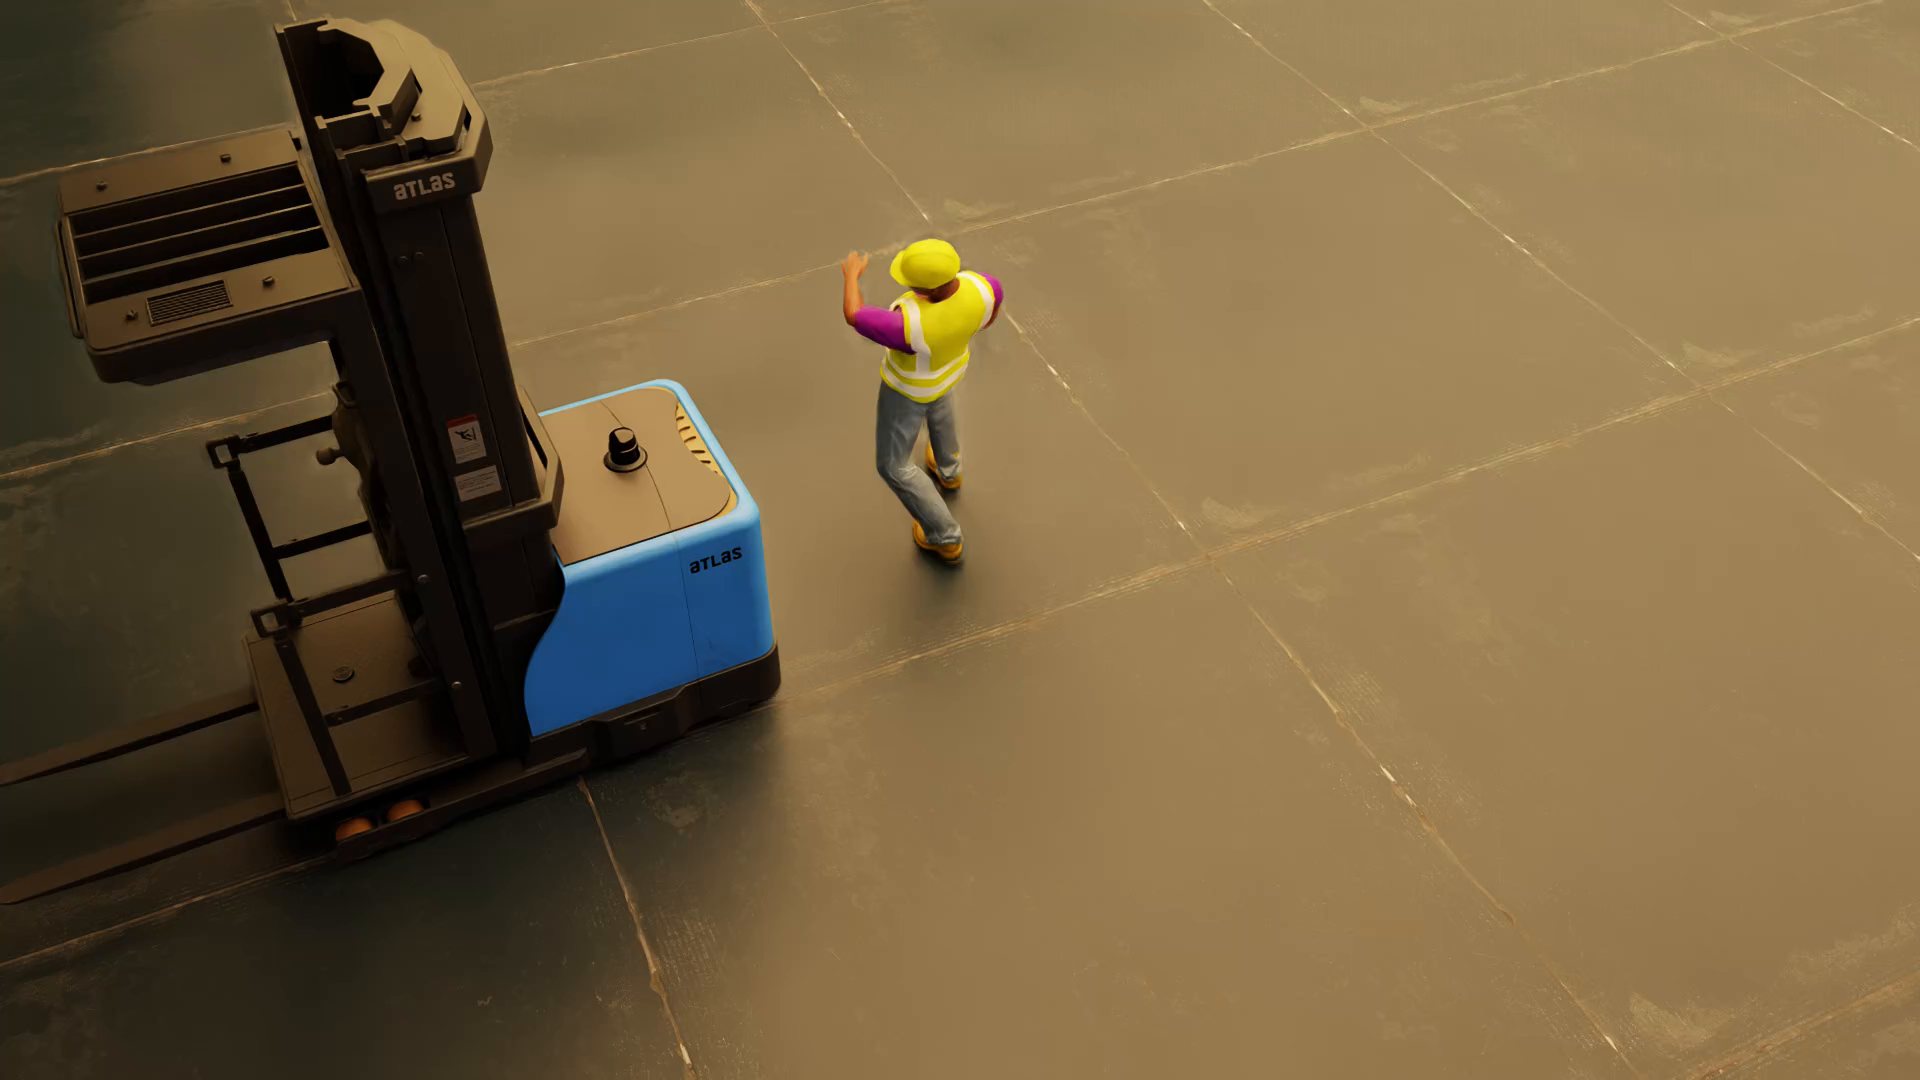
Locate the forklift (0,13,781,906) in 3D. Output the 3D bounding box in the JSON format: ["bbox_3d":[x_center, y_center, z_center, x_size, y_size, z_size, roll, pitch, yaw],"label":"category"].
[{"bbox_3d":[-2.315,-0.242,5.939,3.031,2.935,1.130,-19,46,-19],"label":"forklift"}]

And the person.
[{"bbox_3d":[-0.129,-0.847,7.544,0.871,1.608,0.863,28,50,26],"label":"person"}]
